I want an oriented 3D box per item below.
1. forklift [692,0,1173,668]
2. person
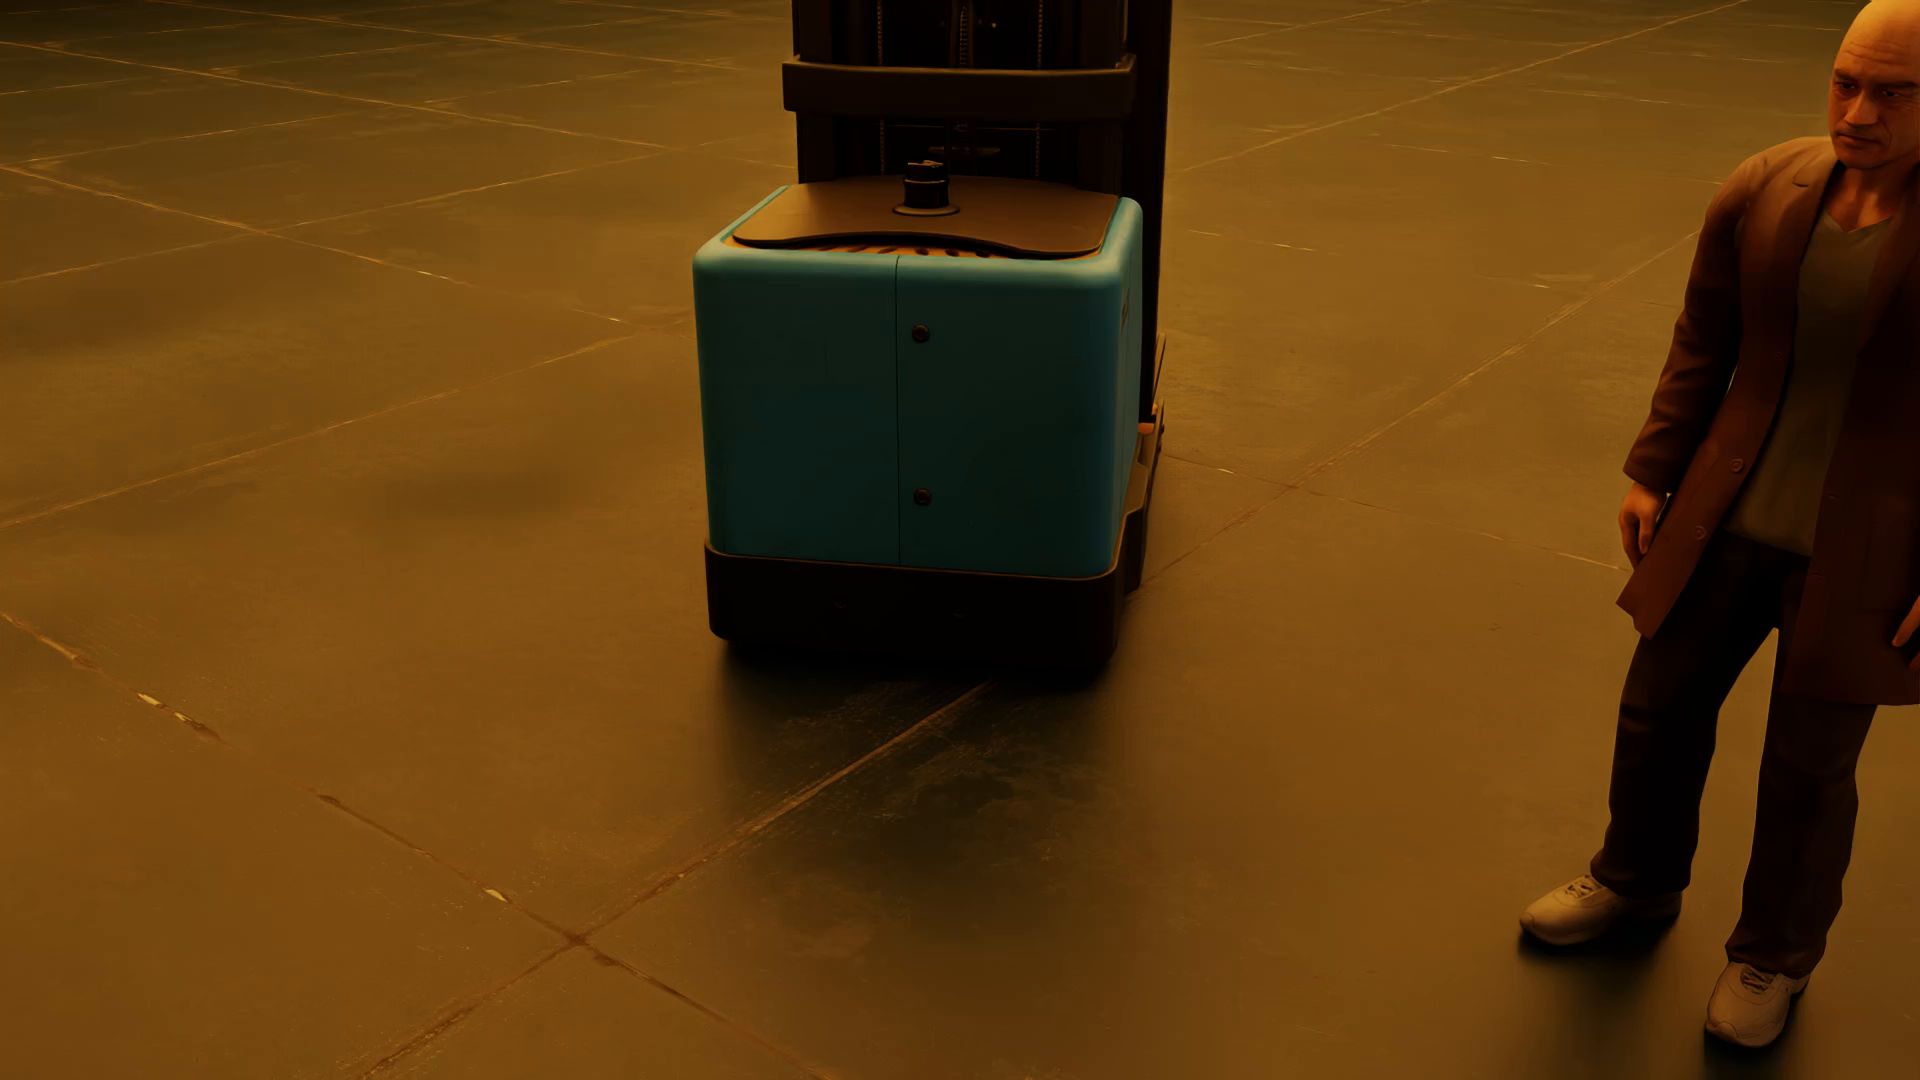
[{"bbox_3d":[0.101,-1.584,4.983,1.130,2.935,3.031,4,24,9],"label":"forklift"},{"bbox_3d":[1.410,-0.006,2.800,0.430,1.772,0.644,-17,29,-34],"label":"person"}]
